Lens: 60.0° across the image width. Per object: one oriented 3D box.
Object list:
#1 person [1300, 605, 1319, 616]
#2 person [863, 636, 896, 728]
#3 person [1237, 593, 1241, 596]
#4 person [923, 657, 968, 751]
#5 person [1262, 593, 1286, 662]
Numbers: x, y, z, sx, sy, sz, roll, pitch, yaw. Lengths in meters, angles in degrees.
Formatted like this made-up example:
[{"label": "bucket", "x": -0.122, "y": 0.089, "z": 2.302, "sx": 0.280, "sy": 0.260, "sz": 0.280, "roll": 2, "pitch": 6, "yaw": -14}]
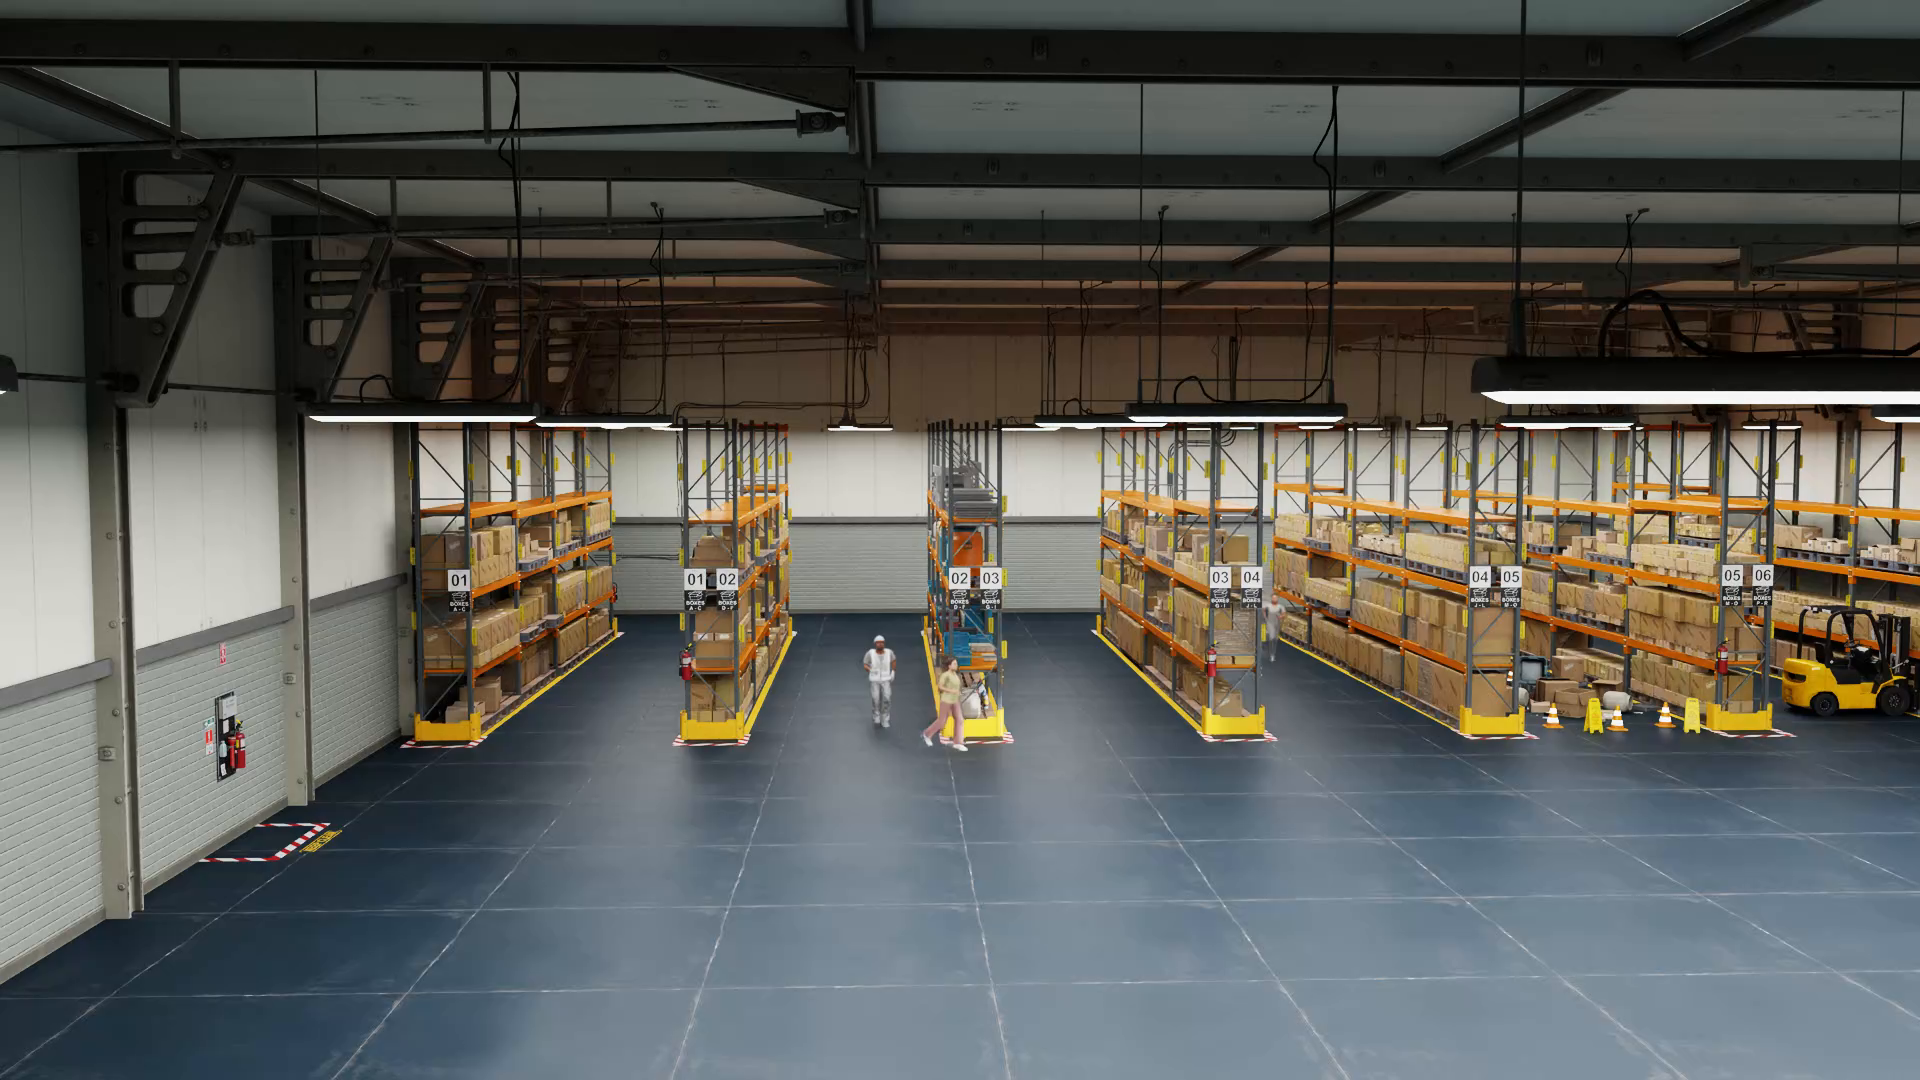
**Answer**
[{"label": "person", "x": 10.189, "y": 1.749, "z": 48.826, "sx": 0.873, "sy": 1.677, "sz": 0.673, "roll": 3, "pitch": 5, "yaw": 42}, {"label": "person", "x": -1.557, "y": 2.771, "z": 32.436, "sx": 0.677, "sy": 1.823, "sz": 0.659, "roll": -1, "pitch": 4, "yaw": -8}, {"label": "person", "x": 7.795, "y": 1.916, "z": 45.684, "sx": 0.683, "sy": 1.843, "sz": 0.858, "roll": 0, "pitch": 4, "yaw": -3}, {"label": "person", "x": -0.184, "y": 2.952, "z": 30.167, "sx": 0.960, "sy": 1.657, "sz": 0.579, "roll": 3, "pitch": 4, "yaw": 35}, {"label": "person", "x": 7.944, "y": 2.198, "z": 42.024, "sx": 0.554, "sy": 1.718, "sz": 0.757, "roll": 0, "pitch": 4, "yaw": -1}]
